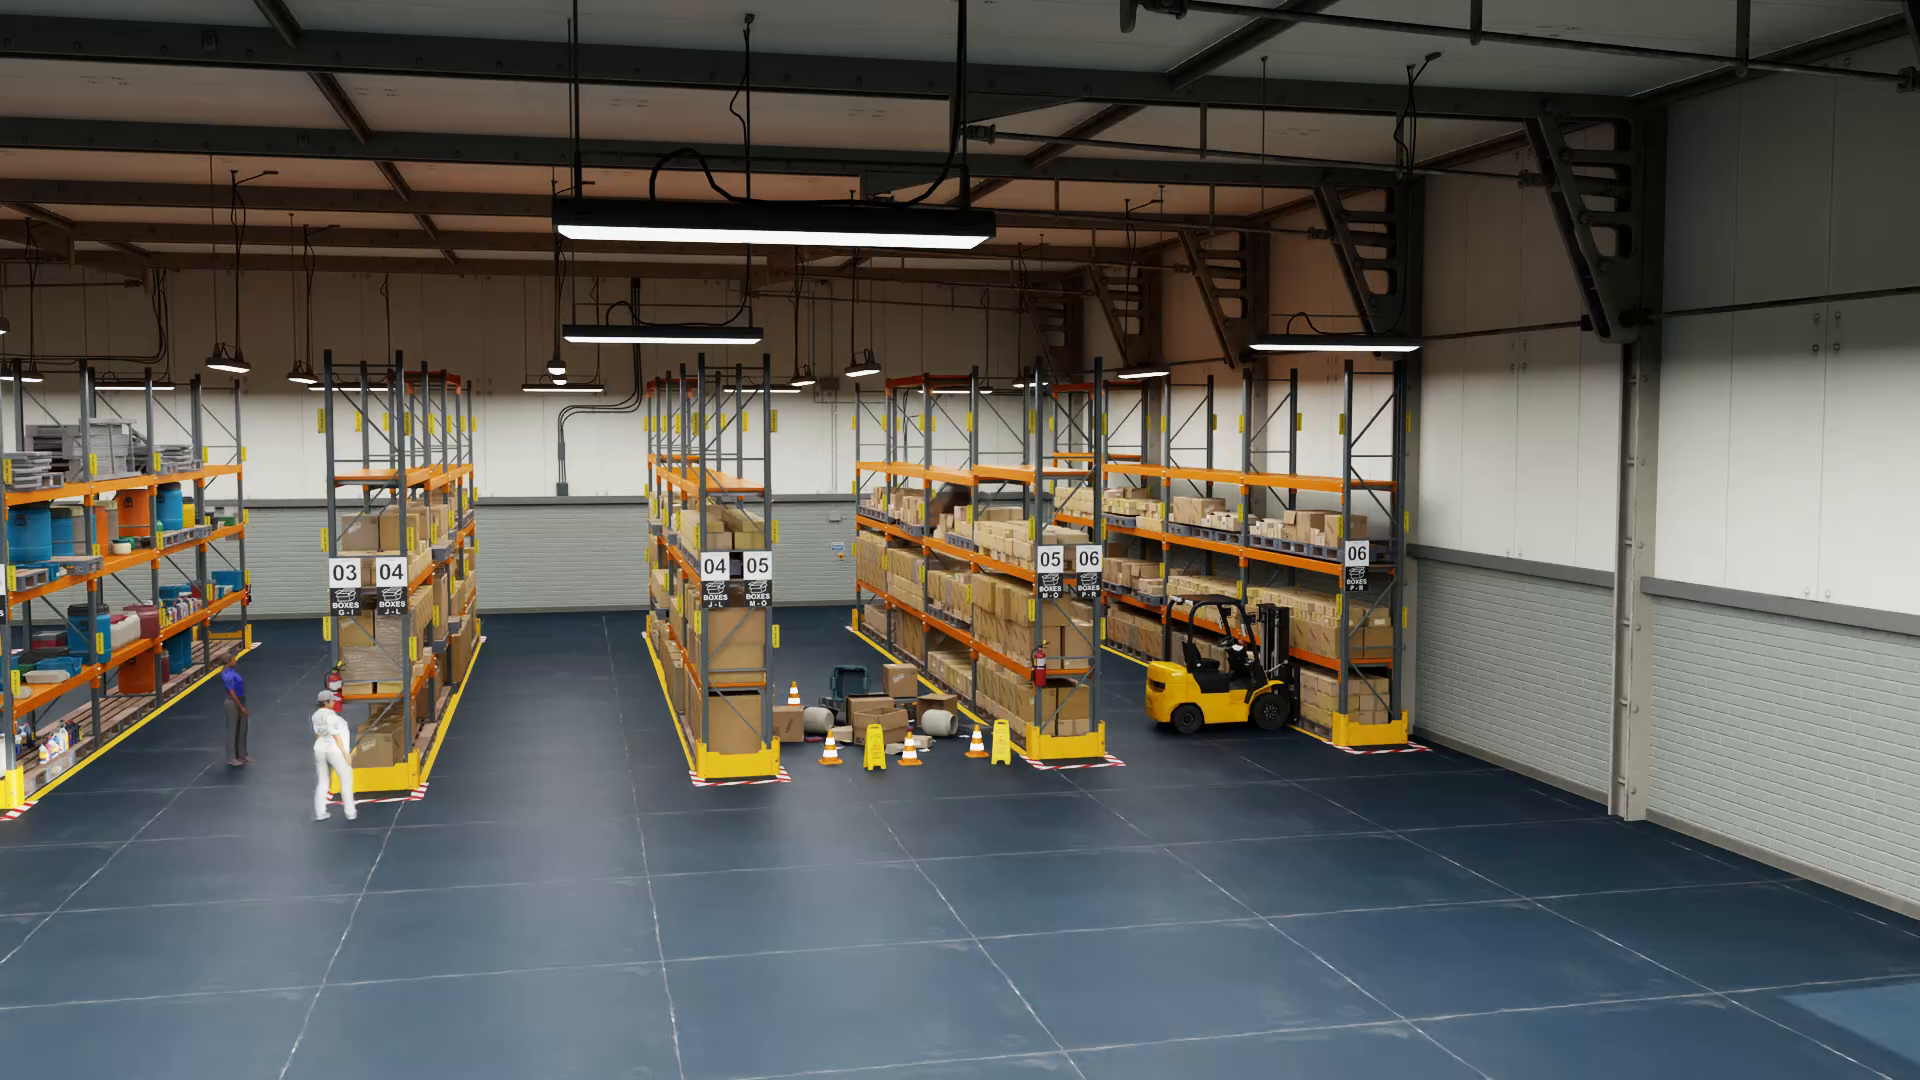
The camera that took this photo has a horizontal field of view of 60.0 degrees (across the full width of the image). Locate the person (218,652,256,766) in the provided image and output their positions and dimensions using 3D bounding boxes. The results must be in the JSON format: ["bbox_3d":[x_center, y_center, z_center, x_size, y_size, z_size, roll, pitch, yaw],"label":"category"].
[{"bbox_3d":[-10.627,2.483,24.494,0.508,1.685,0.523,0,4,6],"label":"person"}]

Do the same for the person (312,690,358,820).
[{"bbox_3d":[-7.894,2.710,20.996,0.556,1.657,0.446,1,4,20],"label":"person"}]
